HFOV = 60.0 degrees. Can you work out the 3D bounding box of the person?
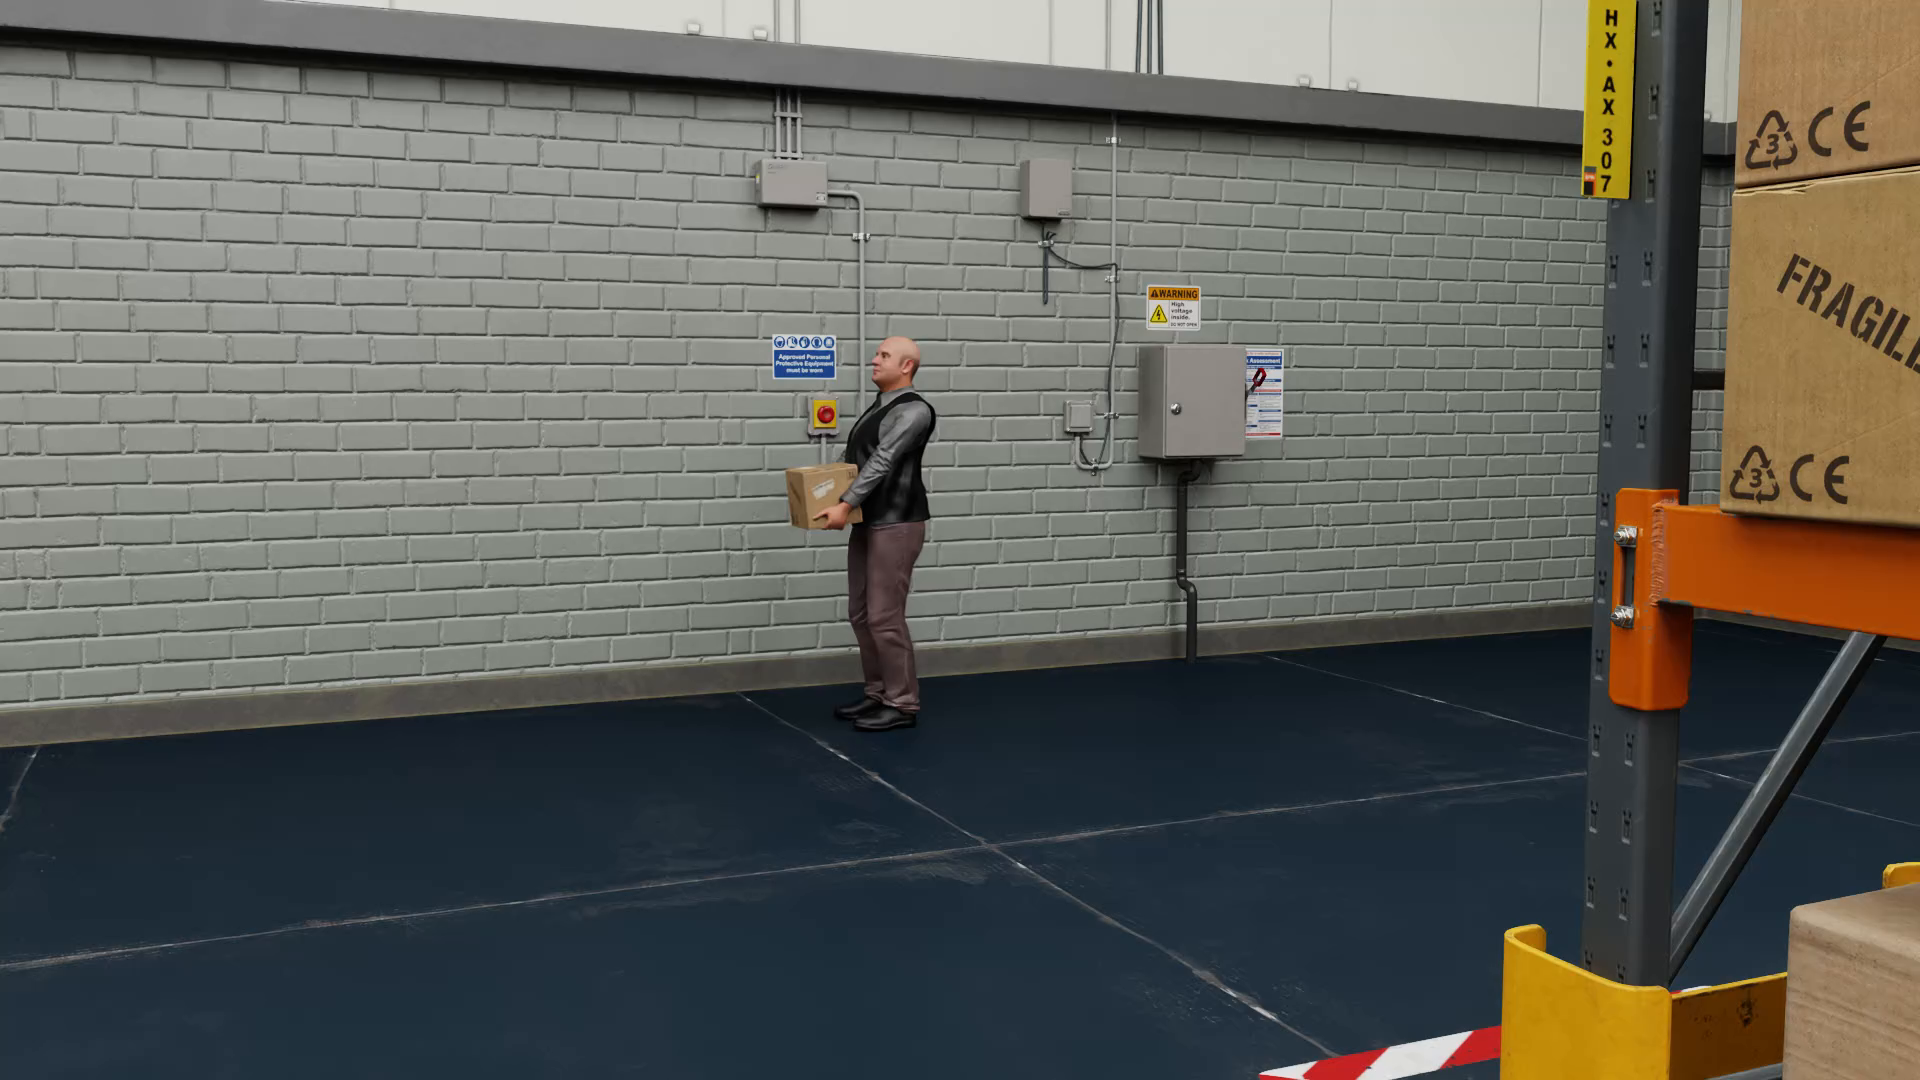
[{"bbox_3d":[-0.414,-0.034,7.294,0.560,1.711,0.494,-2,6,-23],"label":"person"}]
